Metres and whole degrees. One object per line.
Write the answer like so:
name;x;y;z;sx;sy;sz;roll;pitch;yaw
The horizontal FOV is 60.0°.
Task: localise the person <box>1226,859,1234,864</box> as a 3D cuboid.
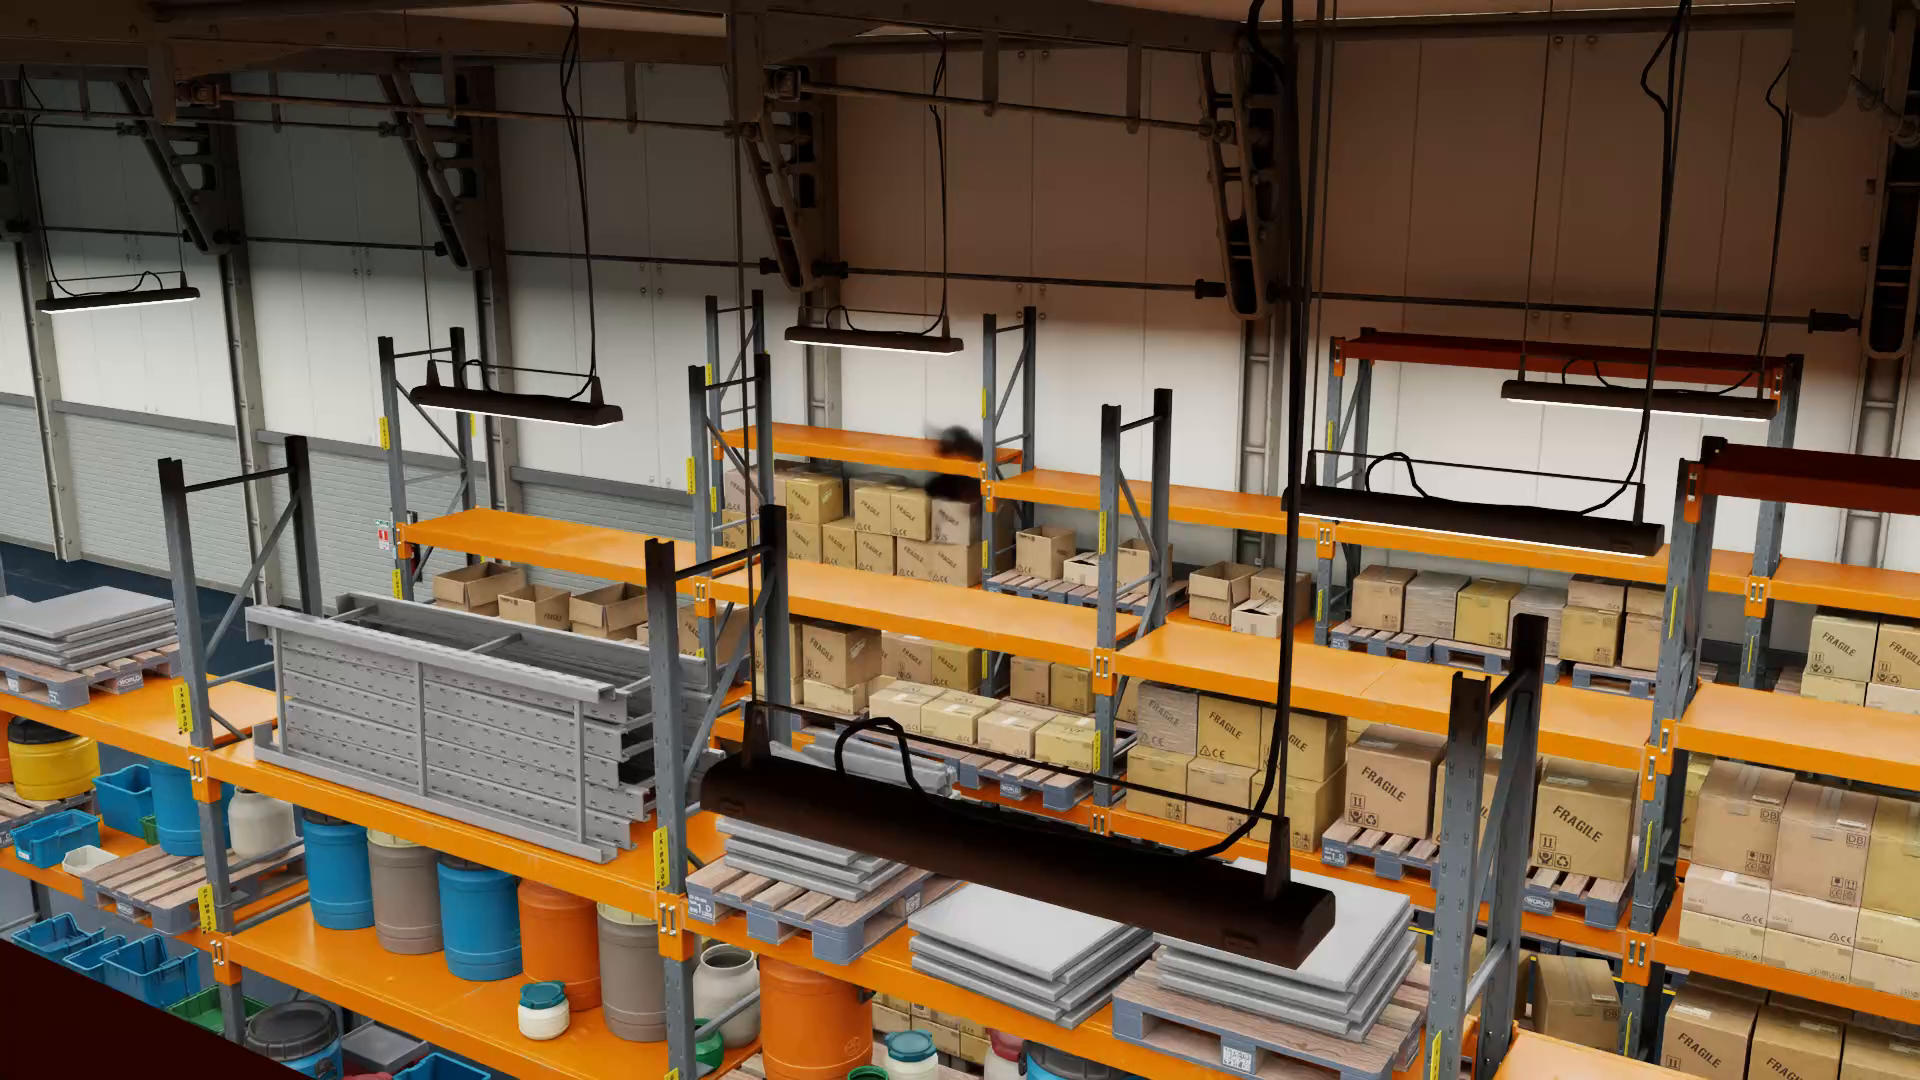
person;0.428;2.723;9.642;3.760;5.767;13.584;6;15;24
